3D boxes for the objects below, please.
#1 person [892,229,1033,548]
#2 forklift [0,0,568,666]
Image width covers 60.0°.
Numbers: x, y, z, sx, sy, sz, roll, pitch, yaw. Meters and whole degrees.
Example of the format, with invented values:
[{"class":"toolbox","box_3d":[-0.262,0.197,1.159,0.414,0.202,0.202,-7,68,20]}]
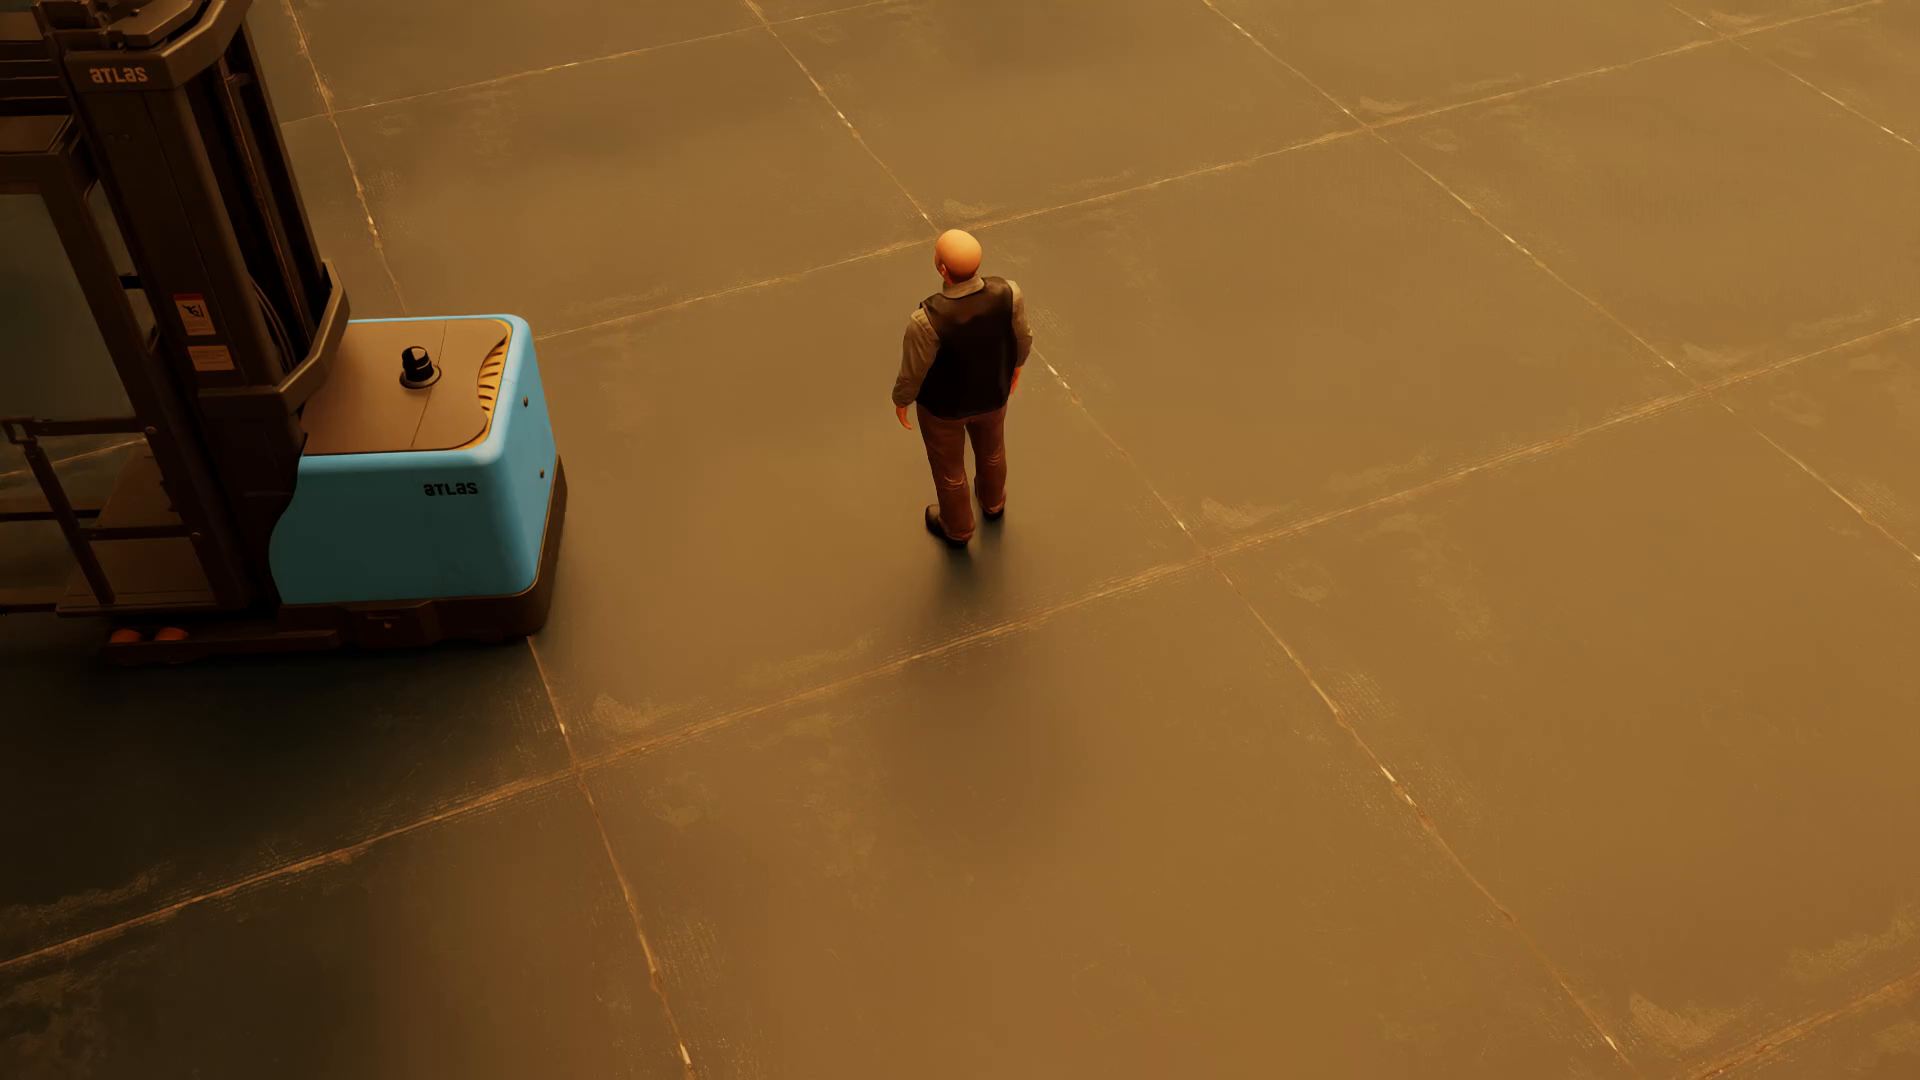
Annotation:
[{"class":"person","box_3d":[-0.018,-0.675,7.280,0.632,1.720,0.568,-18,46,-18]},{"class":"forklift","box_3d":[-3.365,-0.897,6.642,3.031,2.935,1.130,-3,43,-3]}]
